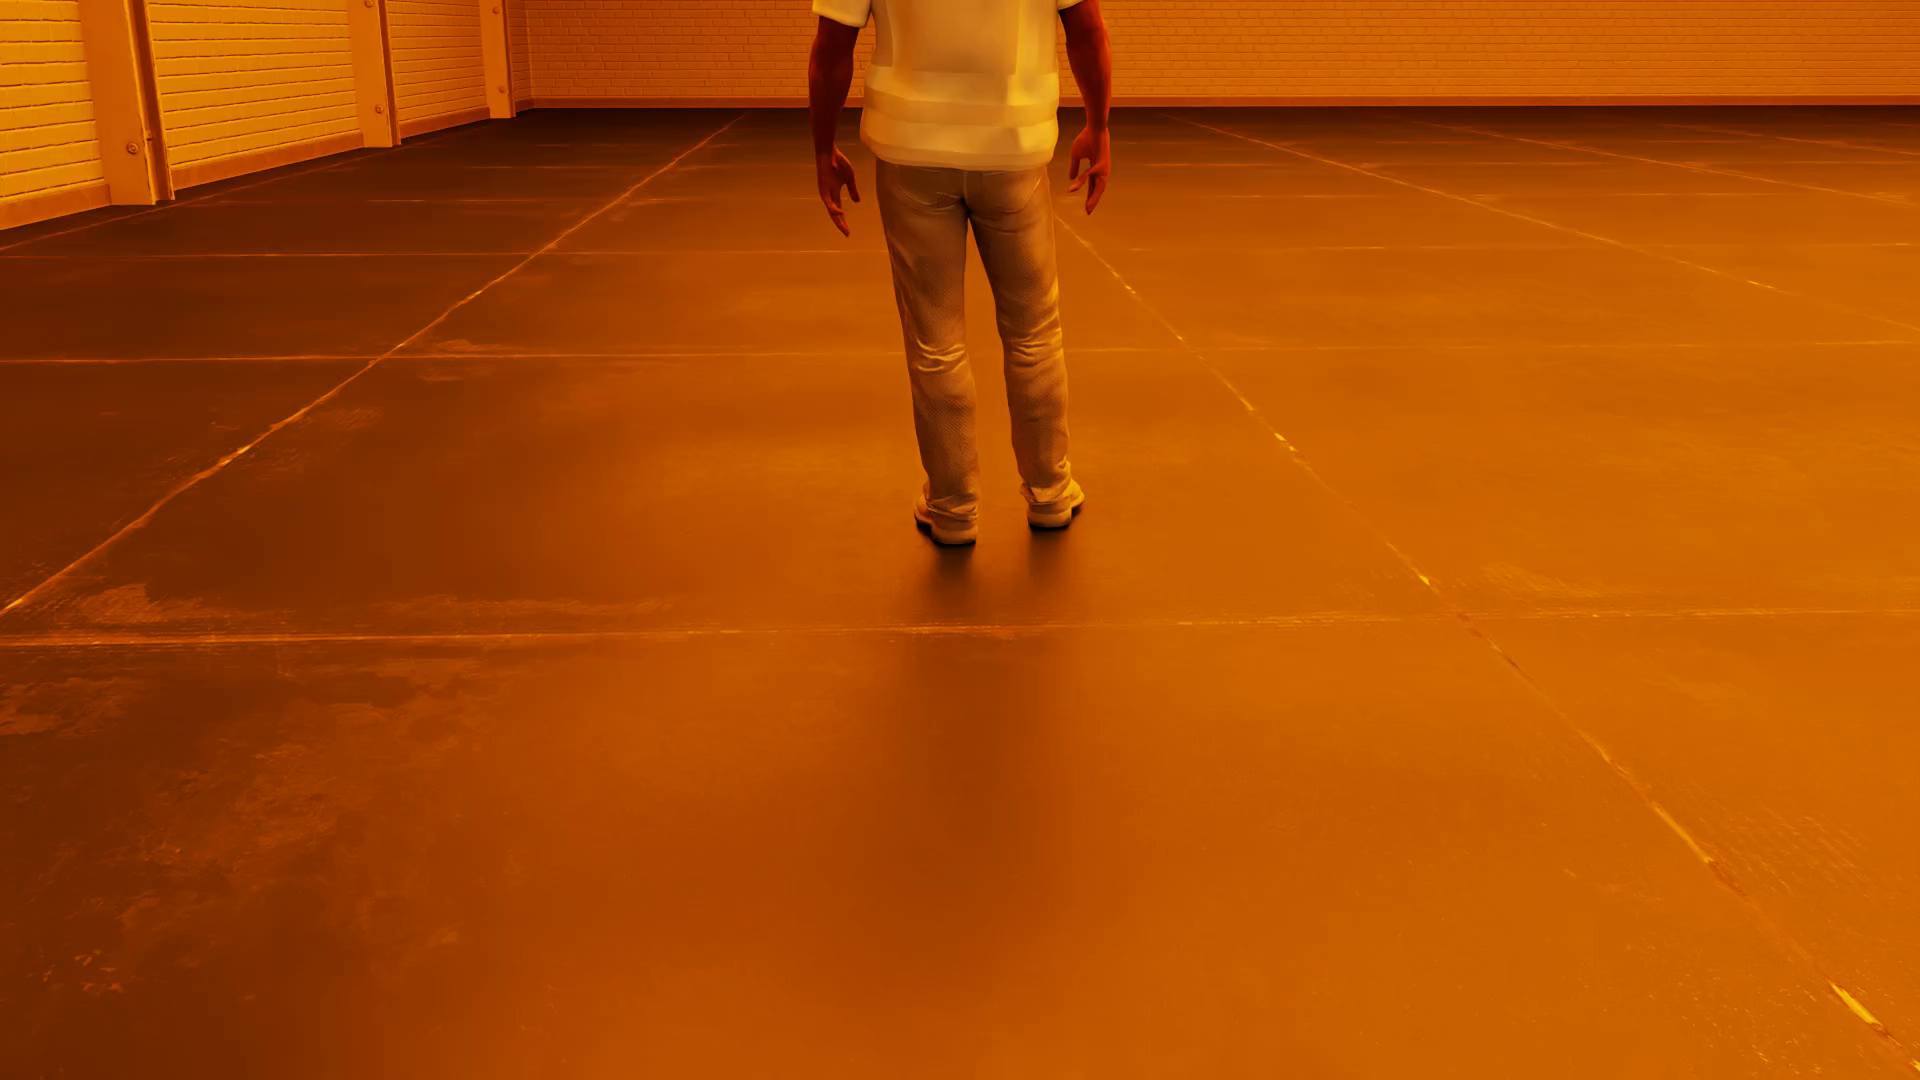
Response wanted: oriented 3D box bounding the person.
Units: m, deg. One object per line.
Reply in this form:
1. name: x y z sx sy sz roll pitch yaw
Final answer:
1. person: 0.002 -0.872 3.725 0.665 1.768 0.575 -1 17 -3
